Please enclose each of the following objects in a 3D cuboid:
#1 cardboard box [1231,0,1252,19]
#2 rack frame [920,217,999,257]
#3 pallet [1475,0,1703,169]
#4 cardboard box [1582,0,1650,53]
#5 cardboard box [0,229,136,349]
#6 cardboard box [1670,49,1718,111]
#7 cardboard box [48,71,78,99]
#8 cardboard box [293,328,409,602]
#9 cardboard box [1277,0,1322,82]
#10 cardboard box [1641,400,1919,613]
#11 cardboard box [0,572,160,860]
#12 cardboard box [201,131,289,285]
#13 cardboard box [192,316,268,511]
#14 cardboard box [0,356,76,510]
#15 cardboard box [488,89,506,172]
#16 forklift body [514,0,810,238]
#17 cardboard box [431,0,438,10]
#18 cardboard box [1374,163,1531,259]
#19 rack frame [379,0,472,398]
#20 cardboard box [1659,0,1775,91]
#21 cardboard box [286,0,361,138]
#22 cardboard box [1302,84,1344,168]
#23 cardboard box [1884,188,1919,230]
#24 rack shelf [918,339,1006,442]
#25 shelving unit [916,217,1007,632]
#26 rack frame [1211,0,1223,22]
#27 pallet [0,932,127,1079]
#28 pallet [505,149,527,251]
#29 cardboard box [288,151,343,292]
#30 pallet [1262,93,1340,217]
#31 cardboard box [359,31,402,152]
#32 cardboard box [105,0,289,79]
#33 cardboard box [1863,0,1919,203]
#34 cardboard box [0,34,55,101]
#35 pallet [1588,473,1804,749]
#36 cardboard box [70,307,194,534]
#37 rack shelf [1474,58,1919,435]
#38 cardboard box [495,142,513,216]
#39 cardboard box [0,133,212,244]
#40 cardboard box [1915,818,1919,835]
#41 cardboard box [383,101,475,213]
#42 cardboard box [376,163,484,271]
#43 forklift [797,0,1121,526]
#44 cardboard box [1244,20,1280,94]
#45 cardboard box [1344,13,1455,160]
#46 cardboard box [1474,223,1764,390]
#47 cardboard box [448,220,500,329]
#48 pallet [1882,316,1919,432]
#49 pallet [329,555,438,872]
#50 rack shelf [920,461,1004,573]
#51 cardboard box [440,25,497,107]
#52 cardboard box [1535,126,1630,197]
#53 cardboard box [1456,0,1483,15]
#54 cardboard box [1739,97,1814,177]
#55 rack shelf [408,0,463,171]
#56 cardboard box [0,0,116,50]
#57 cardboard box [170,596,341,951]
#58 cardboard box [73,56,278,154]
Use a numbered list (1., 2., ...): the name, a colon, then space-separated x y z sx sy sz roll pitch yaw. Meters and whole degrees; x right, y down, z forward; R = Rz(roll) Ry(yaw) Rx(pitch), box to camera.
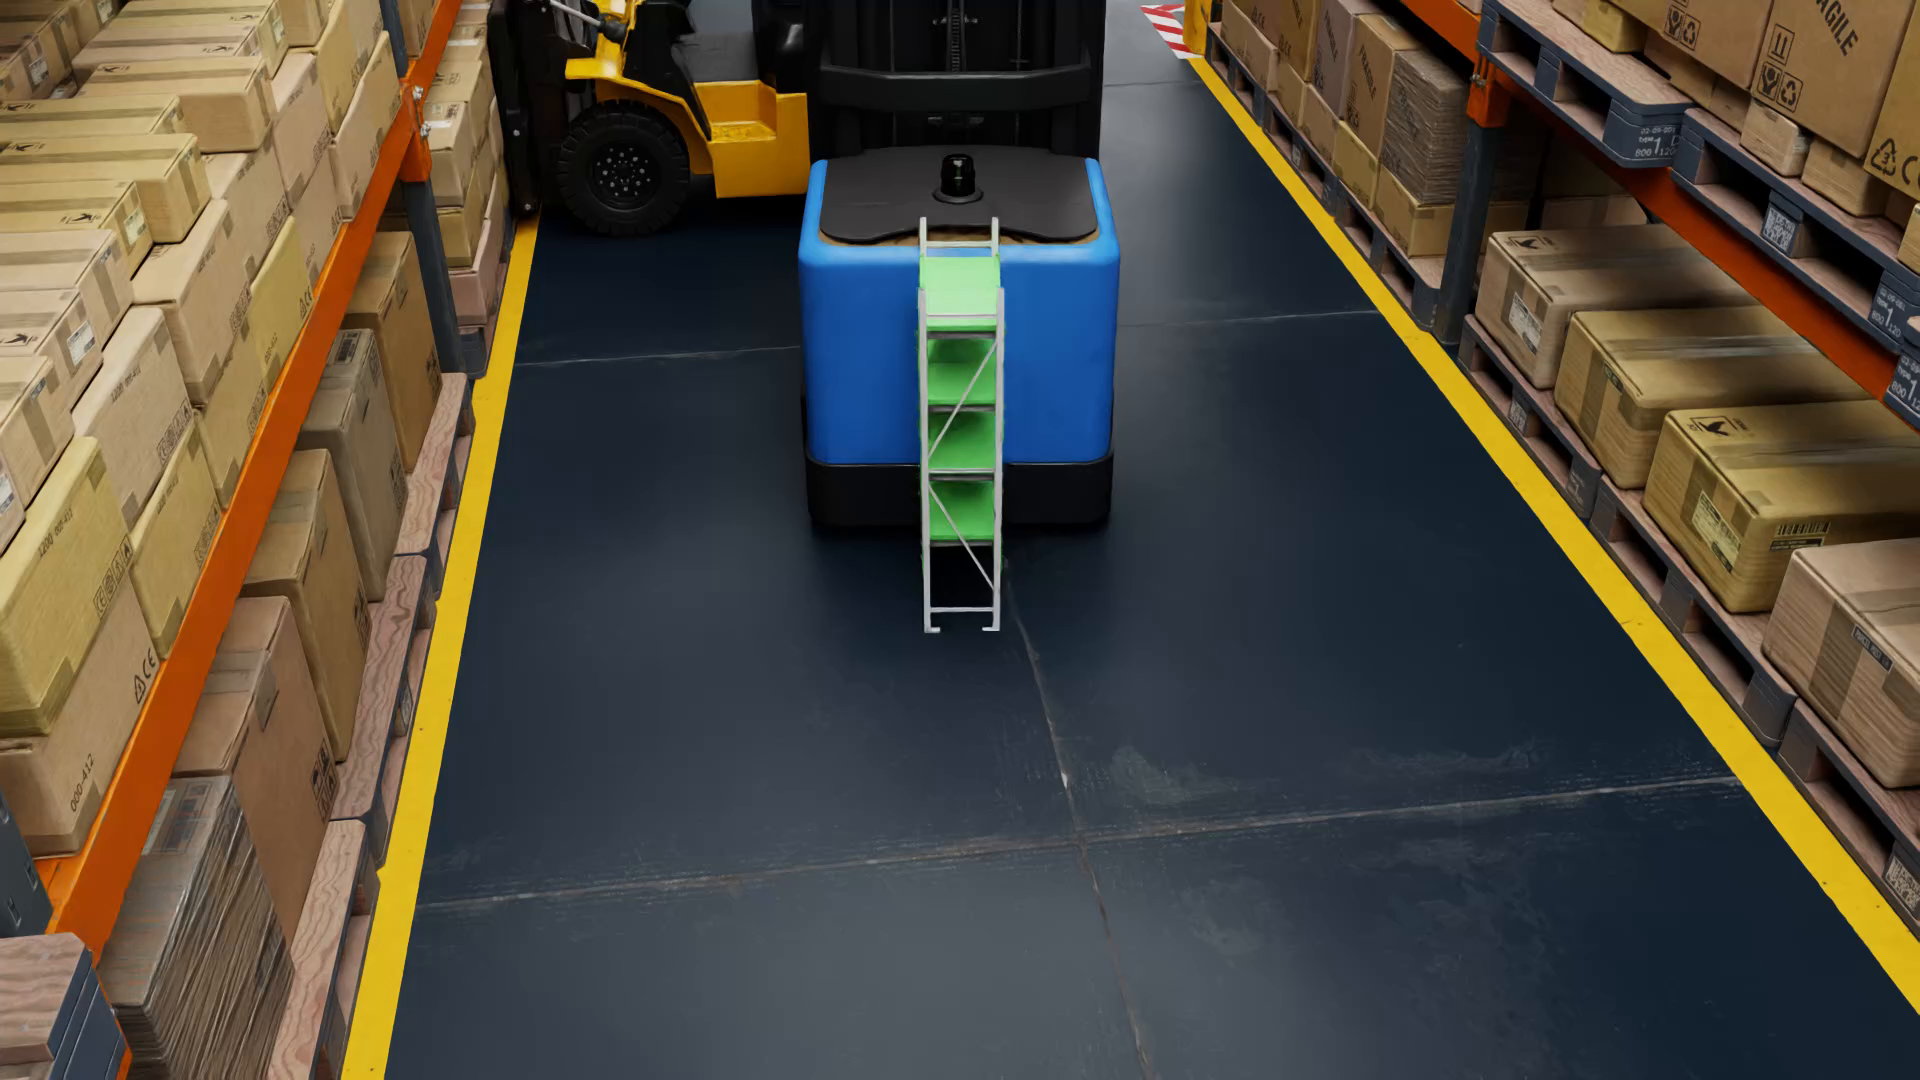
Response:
1. cardboard box: 1.797 -3.211 9.201 0.500 0.500 0.500 -5 35 -8
2. rack frame: -0.002 -0.480 5.389 0.240 1.200 0.015 -1 34 -1
3. pallet: 2.456 -1.599 5.603 1.003 0.211 1.213 -4 35 -6
4. cardboard box: 2.283 -1.713 5.450 0.380 0.149 0.250 -4 34 -5
5. cardboard box: -1.779 -0.450 3.083 0.380 0.149 0.250 -4 34 -6
6. cardboard box: 2.390 -1.414 5.012 0.380 0.149 0.250 -4 34 -6
7. cardboard box: -2.491 -1.011 4.260 0.500 0.250 0.500 -5 35 -8
8. cardboard box: -2.243 -0.206 5.125 0.875 0.625 0.625 -5 35 -7
9. cardboard box: 1.931 -2.639 8.361 0.500 0.500 0.500 -4 34 -5
10. cardboard box: 2.765 -0.122 5.226 0.950 0.372 0.625 -3 34 -5
11. cardboard box: -1.701 0.290 2.794 0.500 0.250 0.500 -4 35 -6
12. cardboard box: -1.913 -0.772 3.909 0.500 0.250 0.500 -4 34 -6
13. cardboard box: -1.840 -0.278 3.627 0.500 0.250 0.500 -5 35 -8
14. cardboard box: -1.671 -0.164 2.662 0.380 0.149 0.250 -4 34 -5
15. cardboard box: -2.306 -1.837 7.407 0.500 0.250 0.500 -5 35 -7
16. forklift body: -0.896 -2.699 7.801 2.313 2.155 1.214 -4 35 -6
17. cardboard box: -2.308 -2.336 6.425 0.500 0.500 0.500 -4 34 -6
18. cardboard box: 2.151 -1.463 7.301 0.500 0.250 0.500 -3 34 -4
19. rack frame: -2.421 -1.738 5.636 1.000 3.000 0.127 -4 35 -6
20. cardboard box: 2.397 -1.614 4.729 0.500 0.500 0.500 -5 35 -7
21. cardboard box: -2.025 -1.341 4.744 0.500 0.250 0.500 -5 35 -8
22. cardboard box: 2.006 -2.043 8.153 0.500 0.250 0.500 -4 34 -6
23. cardboard box: 2.586 -0.843 4.174 0.380 0.149 0.250 -4 34 -6
24. rack shelf: 0.002 -0.489 5.088 0.258 0.148 0.480 -1 34 -1
25. shelving unit: 0.002 -0.343 5.187 0.258 1.200 0.503 -1 34 -1
26. rack frame: 1.959 -4.348 9.466 1.000 3.000 0.127 -4 35 -6
27. pallet: -1.722 0.947 1.868 1.213 0.211 1.003 -4 35 -6
28. pallet: -2.654 -1.715 8.079 1.003 0.211 1.213 -4 35 -6
29. cardboard box: -1.984 -0.855 4.474 0.500 0.250 0.500 -4 34 -6
30. pallet: 2.204 -2.018 8.524 1.003 0.211 1.213 -4 35 -6
31. cardboard box: -2.094 -1.414 5.295 0.500 0.250 0.500 -4 34 -5
32. cardboard box: -1.982 -1.302 4.333 0.380 0.149 0.250 -5 35 -8
33. cardboard box: 2.549 -1.023 3.862 0.500 0.500 0.500 -7 35 -10
34. cardboard box: -2.467 -1.119 4.064 0.380 0.149 0.250 -5 35 -7
35. pallet: 2.771 0.153 5.338 1.003 0.211 1.213 -4 35 -6
36. cardboard box: -1.767 -0.196 3.063 0.500 0.250 0.500 -3 34 -5
37. rack shelf: 2.766 -0.702 4.756 1.077 0.370 4.000 -4 35 -6
38. cardboard box: -2.326 -1.638 7.558 0.500 0.250 0.500 -4 34 -6
39. cardboard box: -1.818 -0.735 3.500 0.380 0.149 0.250 -4 34 -5
40. cardboard box: 2.969 0.713 4.001 0.950 0.372 0.625 -7 35 -10
41. cardboard box: -2.175 -1.482 6.442 0.500 0.250 0.500 -5 35 -7
42. cardboard box: -2.180 -1.275 6.582 0.500 0.250 0.500 -5 35 -7
43. forklift: -0.026 -2.057 6.166 1.130 2.935 3.031 -1 34 -1
44. cardboard box: 1.855 -2.629 9.012 0.500 0.250 0.500 -3 34 -5
45. cardboard box: 2.081 -2.056 7.507 0.500 0.500 0.500 -4 34 -6
46. cardboard box: 2.570 -0.911 6.384 0.950 0.372 0.625 -4 34 -6
47. cardboard box: -2.158 -1.070 6.725 0.500 0.250 0.500 -4 34 -6
48. pallet: 2.834 -0.194 3.541 1.213 0.211 1.003 -4 35 -6
49. pallet: -2.116 0.505 4.821 1.003 0.211 1.213 -4 35 -6
50. rack shelf: 0.002 -0.092 5.358 0.258 0.148 0.480 -1 34 -1
51. cardboard box: -2.312 -2.045 7.268 0.500 0.250 0.500 -3 34 -5
52. cardboard box: 2.685 -1.813 7.149 0.500 0.500 0.500 -3 34 -4
53. cardboard box: 2.152 -2.168 6.491 0.380 0.149 0.250 -5 35 -7
54. cardboard box: 2.406 -1.124 4.586 0.380 0.149 0.250 -3 34 -5
55. rack shelf: -2.690 -2.557 7.477 1.077 0.370 4.000 -4 35 -6
56. cardboard box: -2.514 -1.401 4.477 0.380 0.149 0.250 -5 35 -7
57. cardboard box: -2.049 0.589 3.958 0.875 0.625 0.625 -3 34 -5
58. cardboard box: -1.841 -1.020 3.919 0.380 0.149 0.250 -5 35 -8
